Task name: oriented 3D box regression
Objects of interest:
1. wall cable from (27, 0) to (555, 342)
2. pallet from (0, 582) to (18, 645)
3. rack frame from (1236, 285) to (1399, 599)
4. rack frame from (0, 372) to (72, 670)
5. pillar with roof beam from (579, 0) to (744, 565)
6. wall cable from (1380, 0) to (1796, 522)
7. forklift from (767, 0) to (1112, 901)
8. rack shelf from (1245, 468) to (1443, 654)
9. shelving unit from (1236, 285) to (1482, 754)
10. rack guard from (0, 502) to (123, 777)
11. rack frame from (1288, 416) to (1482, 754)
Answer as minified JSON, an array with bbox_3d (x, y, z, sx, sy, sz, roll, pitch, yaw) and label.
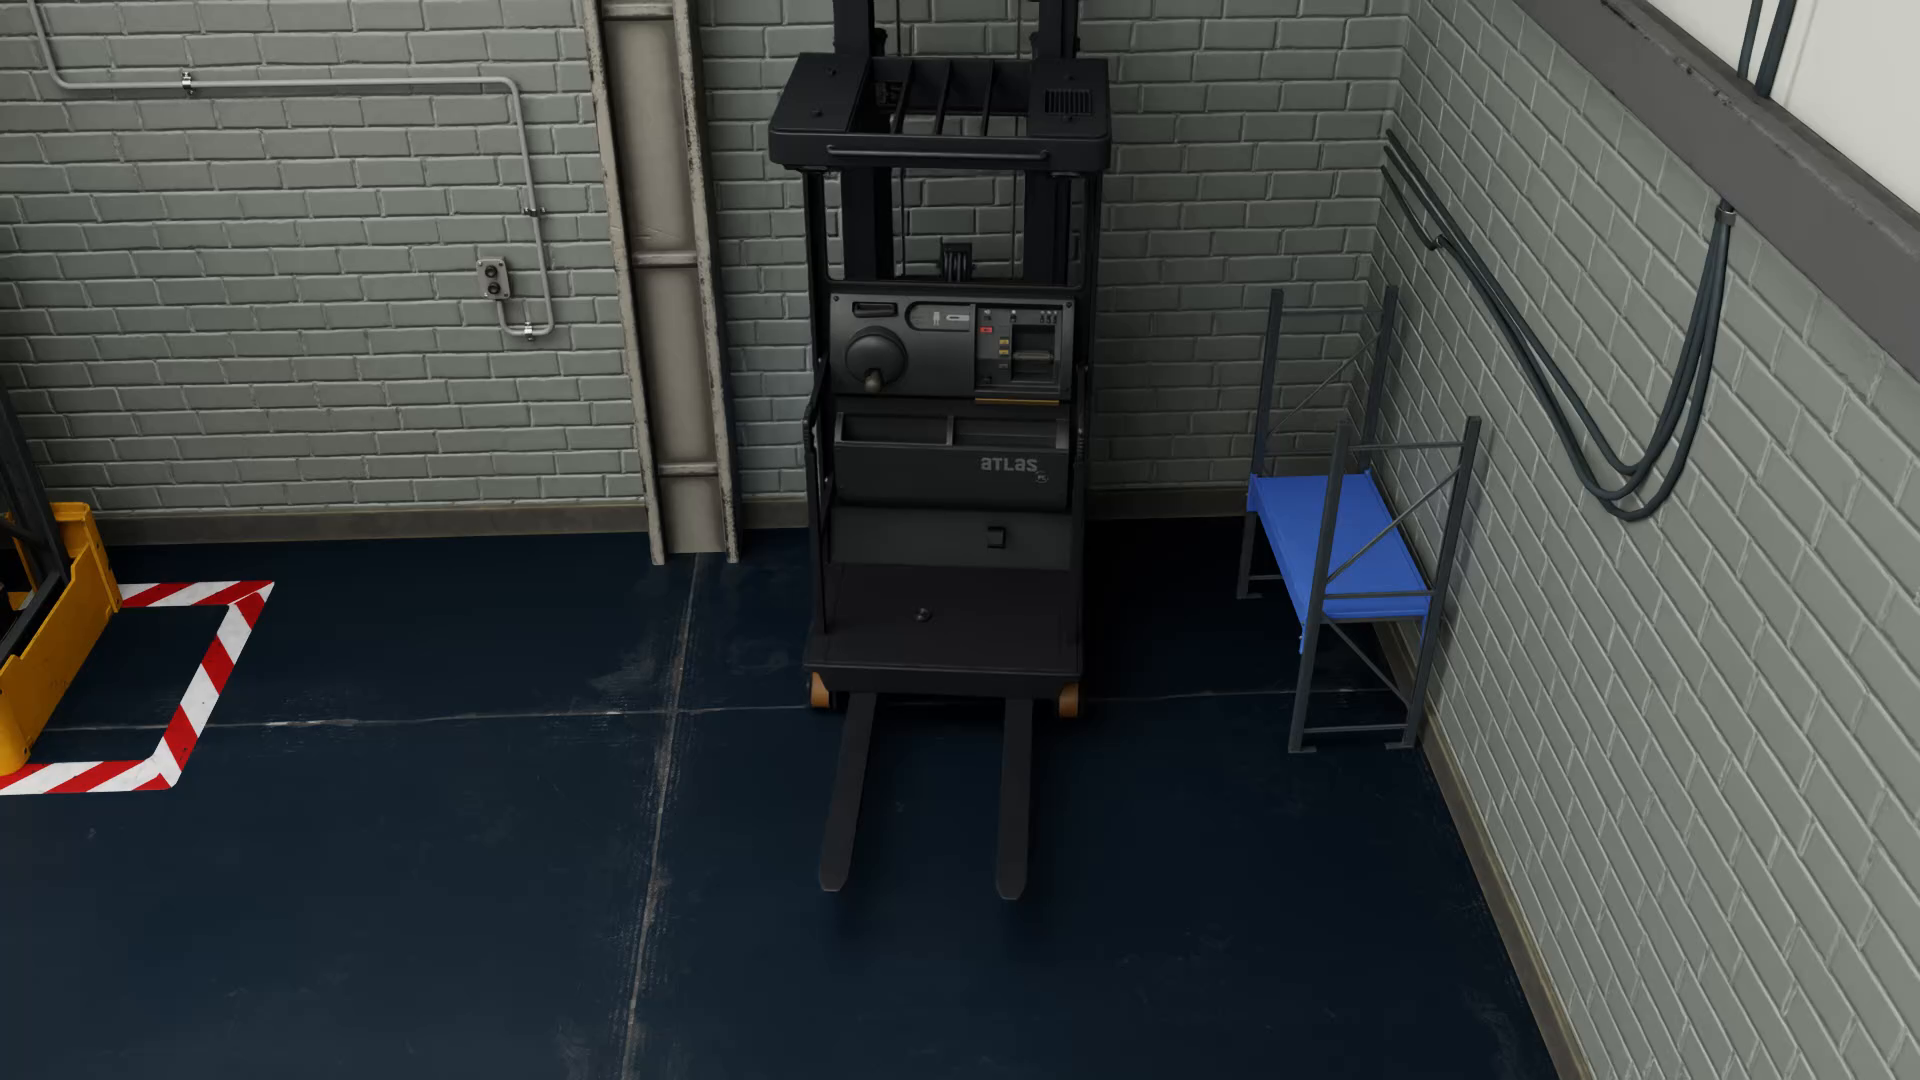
[{"bbox_3d":[-2.634,-1.638,6.589,1.851,1.984,0.084,-2,35,-2],"label":"wall cable"},{"bbox_3d":[-4.663,0.564,6.749,1.213,0.211,1.003,-2,35,-2],"label":"pallet"},{"bbox_3d":[1.477,-0.372,6.969,0.500,1.500,0.032,-2,35,-3],"label":"rack frame"},{"bbox_3d":[-3.868,-0.648,6.051,0.127,3.000,1.000,-2,35,-2],"label":"rack frame"},{"bbox_3d":[-1.008,-1.232,1.623,0.400,9.000,9.100,-2,35,-2],"label":"pillar with roof beam"},{"bbox_3d":[1.798,-1.788,5.154,0.112,2.526,3.097,-2,35,-2],"label":"wall cable"},{"bbox_3d":[-0.042,-0.681,6.158,1.130,2.935,3.031,2,35,3],"label":"forklift"},{"bbox_3d":[1.510,0.065,6.655,0.538,0.185,1.000,-2,35,-3],"label":"rack shelf"},{"bbox_3d":[1.510,-0.083,6.552,0.538,1.500,1.048,-2,35,-3],"label":"shelving unit"},{"bbox_3d":[-3.844,0.379,6.763,0.348,0.500,1.175,-2,35,-2],"label":"rack guard"},{"bbox_3d":[1.543,0.205,6.135,0.500,1.500,0.032,-2,35,-3],"label":"rack frame"}]
